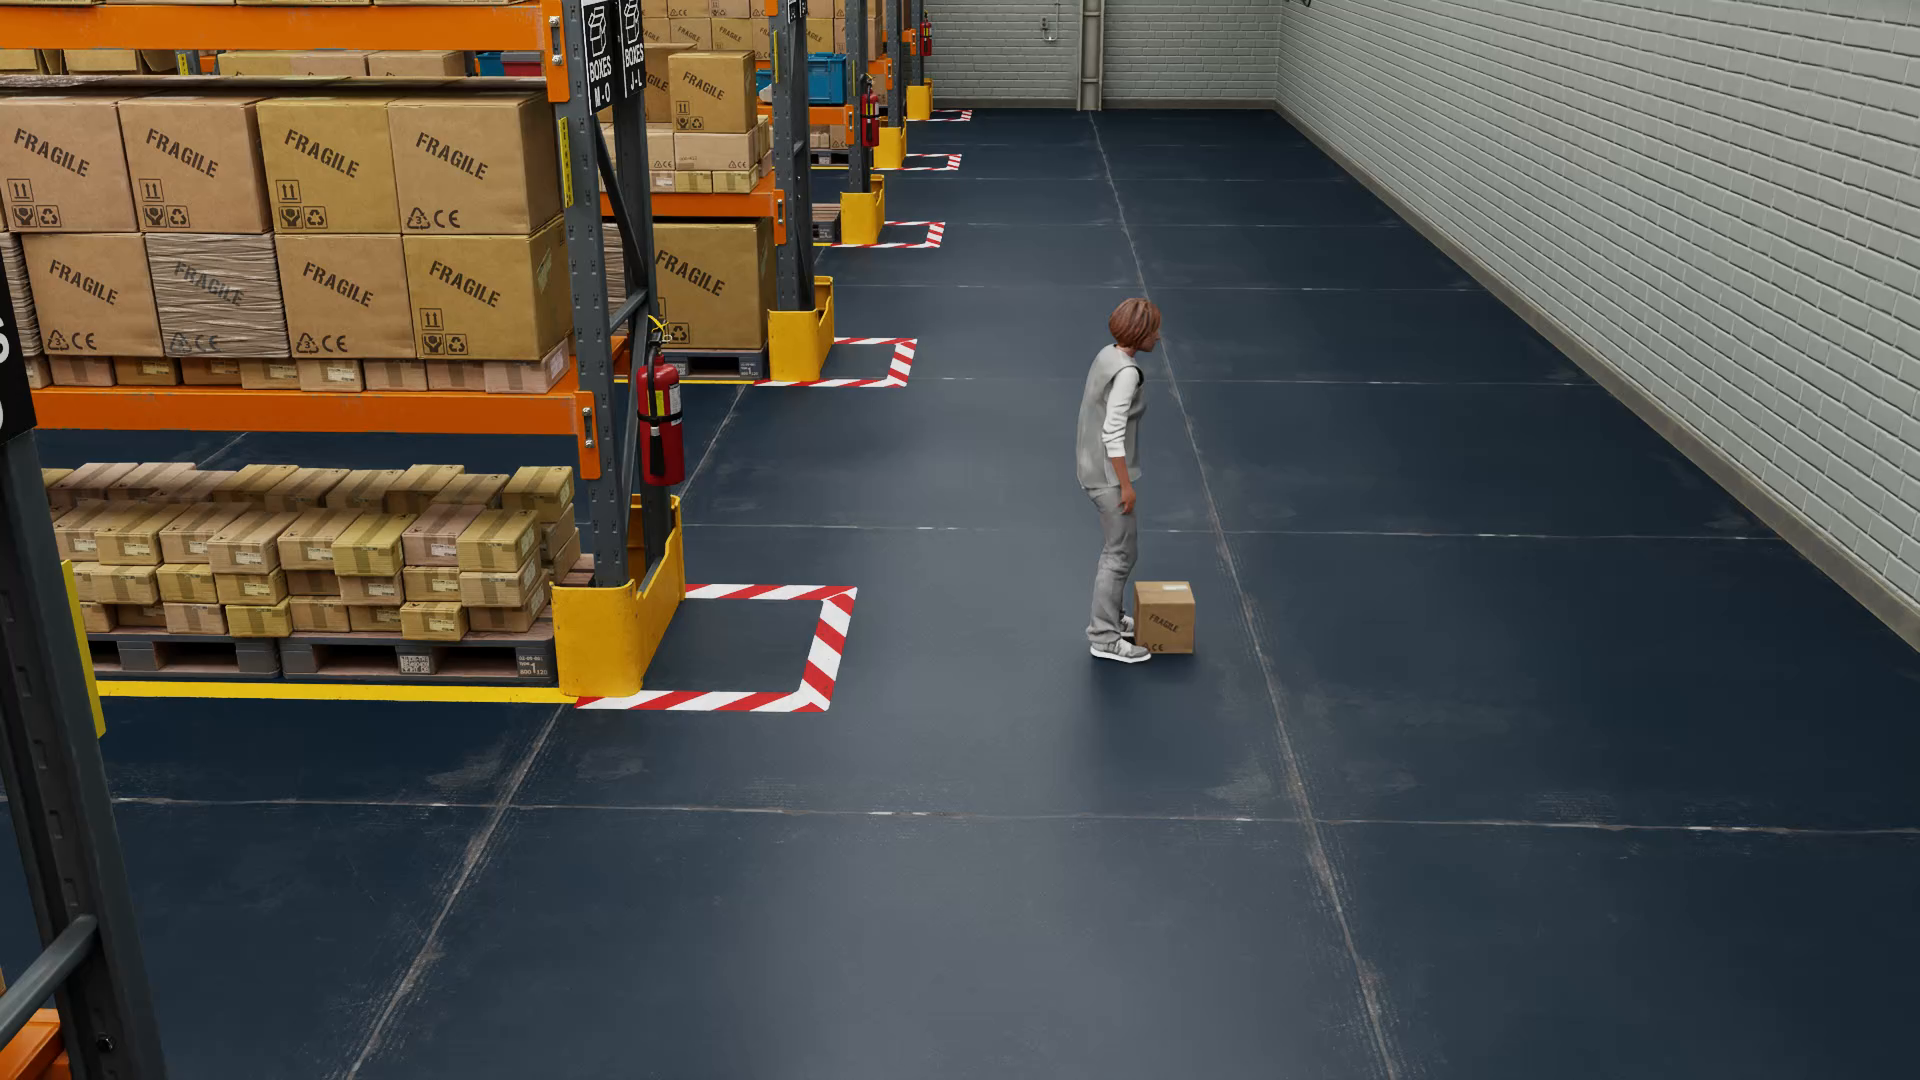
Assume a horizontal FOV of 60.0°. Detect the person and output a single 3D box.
[{"bbox_3d":[0.700,-0.273,7.305,0.376,1.592,0.467,0,21,0],"label":"person"}]
